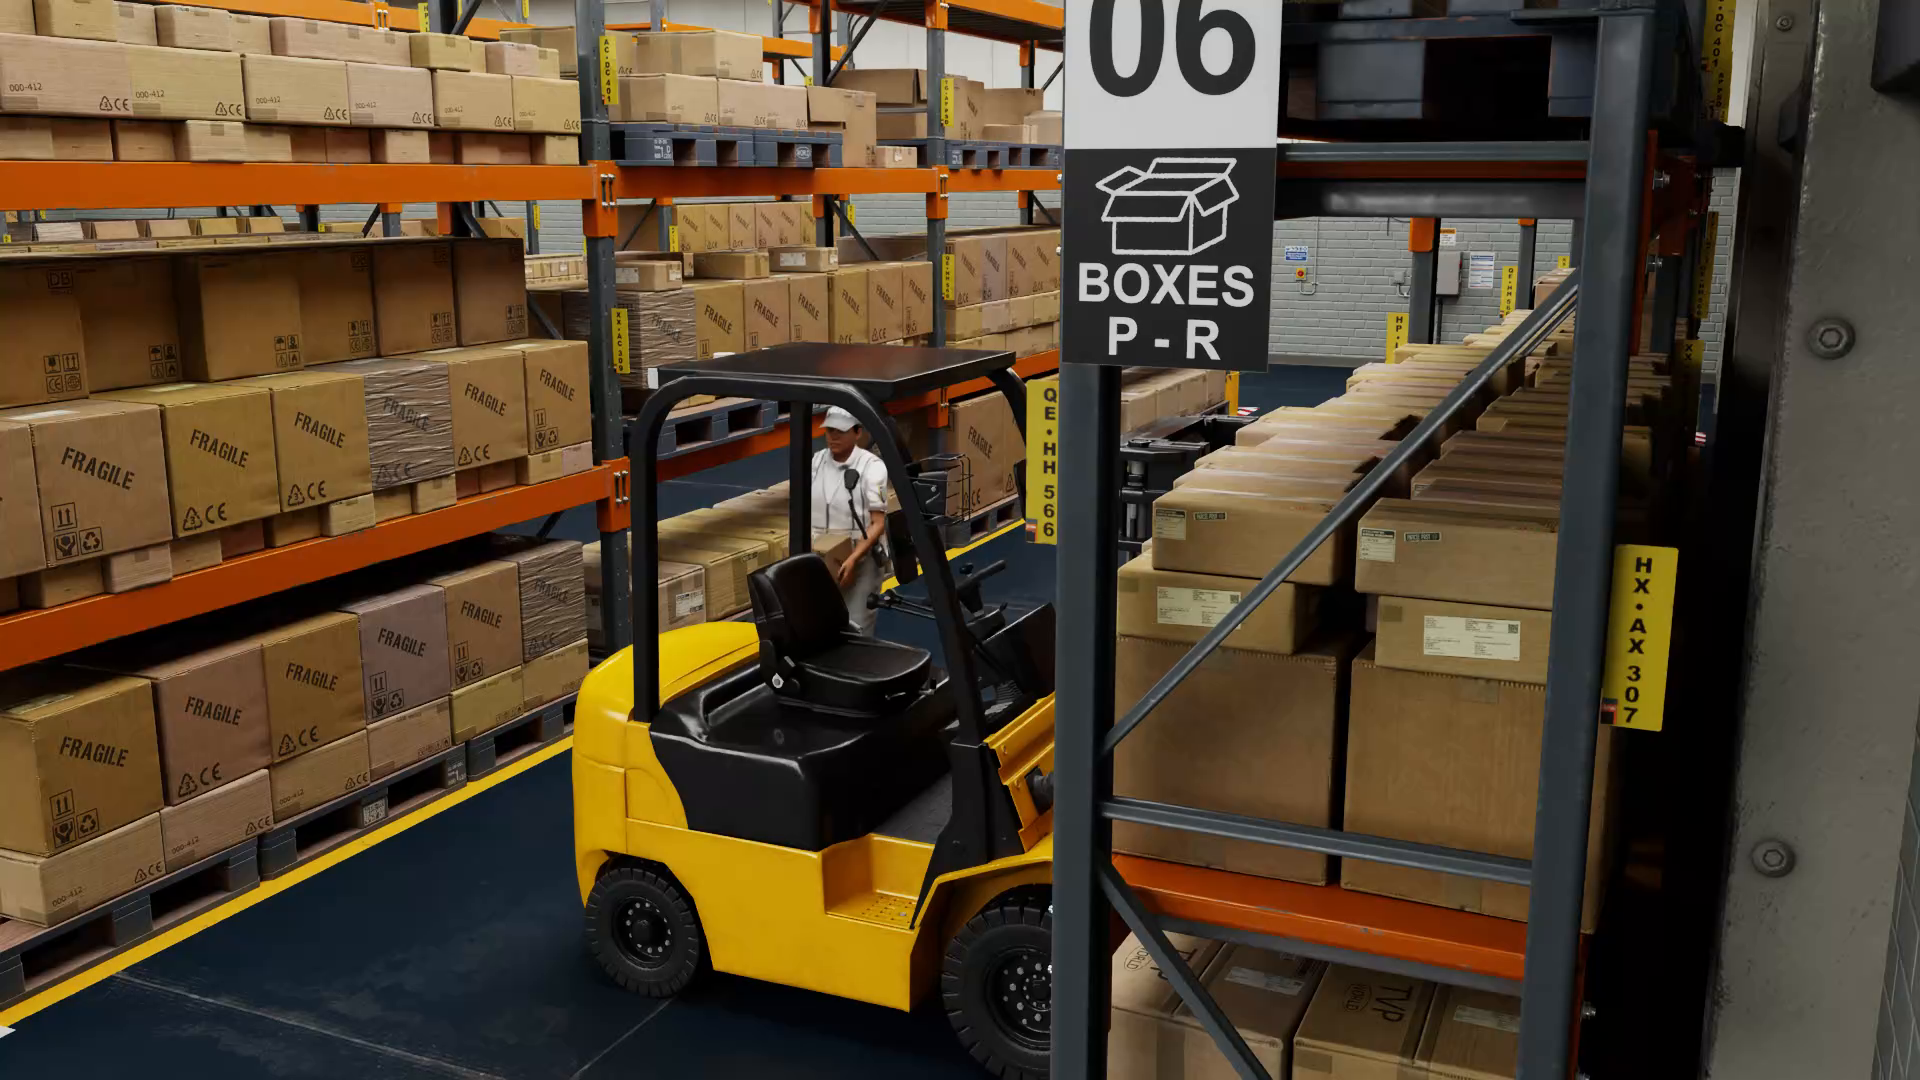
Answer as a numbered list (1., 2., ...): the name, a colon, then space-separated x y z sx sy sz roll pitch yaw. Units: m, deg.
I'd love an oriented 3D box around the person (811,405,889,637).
1. person: -0.604 0.148 8.291 0.487 1.670 0.498 5 13 23
